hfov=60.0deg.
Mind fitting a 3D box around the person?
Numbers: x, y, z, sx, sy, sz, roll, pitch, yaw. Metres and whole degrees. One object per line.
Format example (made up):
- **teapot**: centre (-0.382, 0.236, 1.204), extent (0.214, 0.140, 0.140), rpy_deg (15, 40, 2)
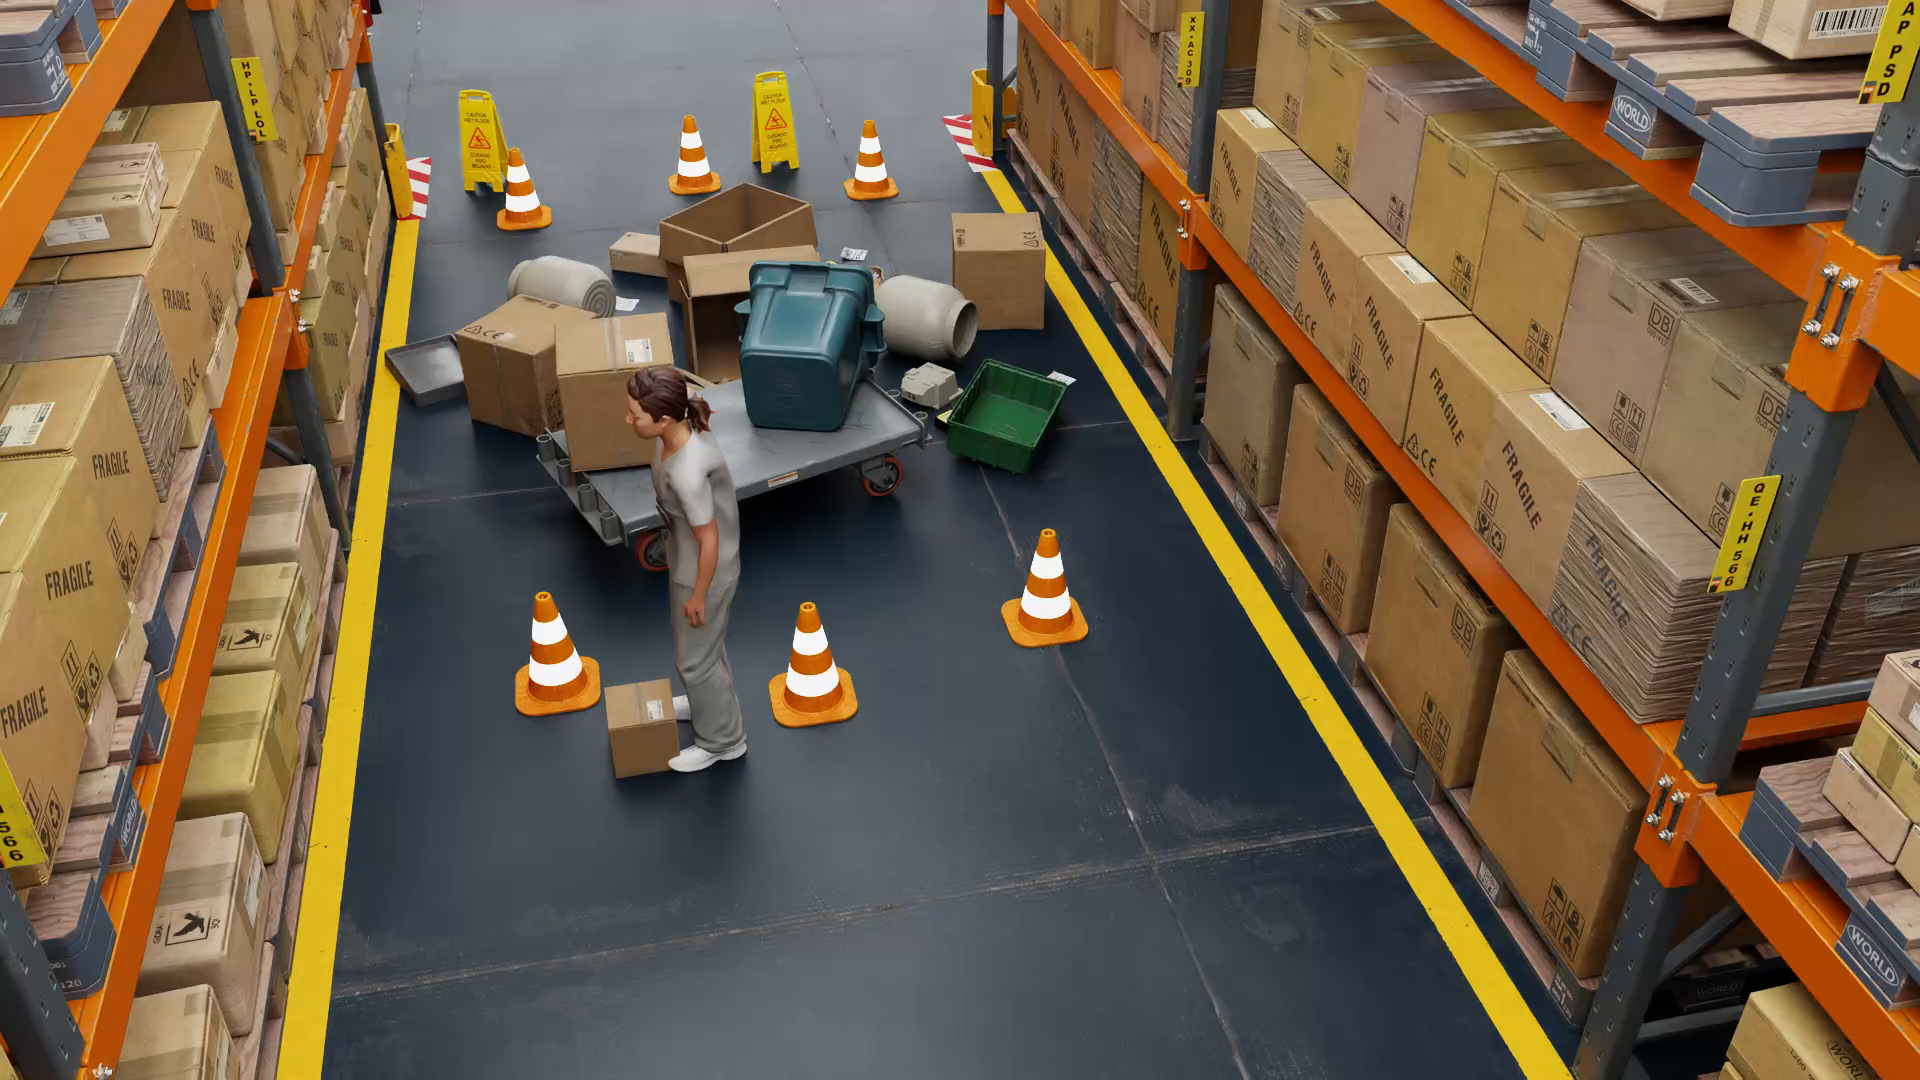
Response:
- **person**: centre (-0.970, 0.098, 6.004), extent (0.363, 1.671, 0.509), rpy_deg (-9, 36, -13)
